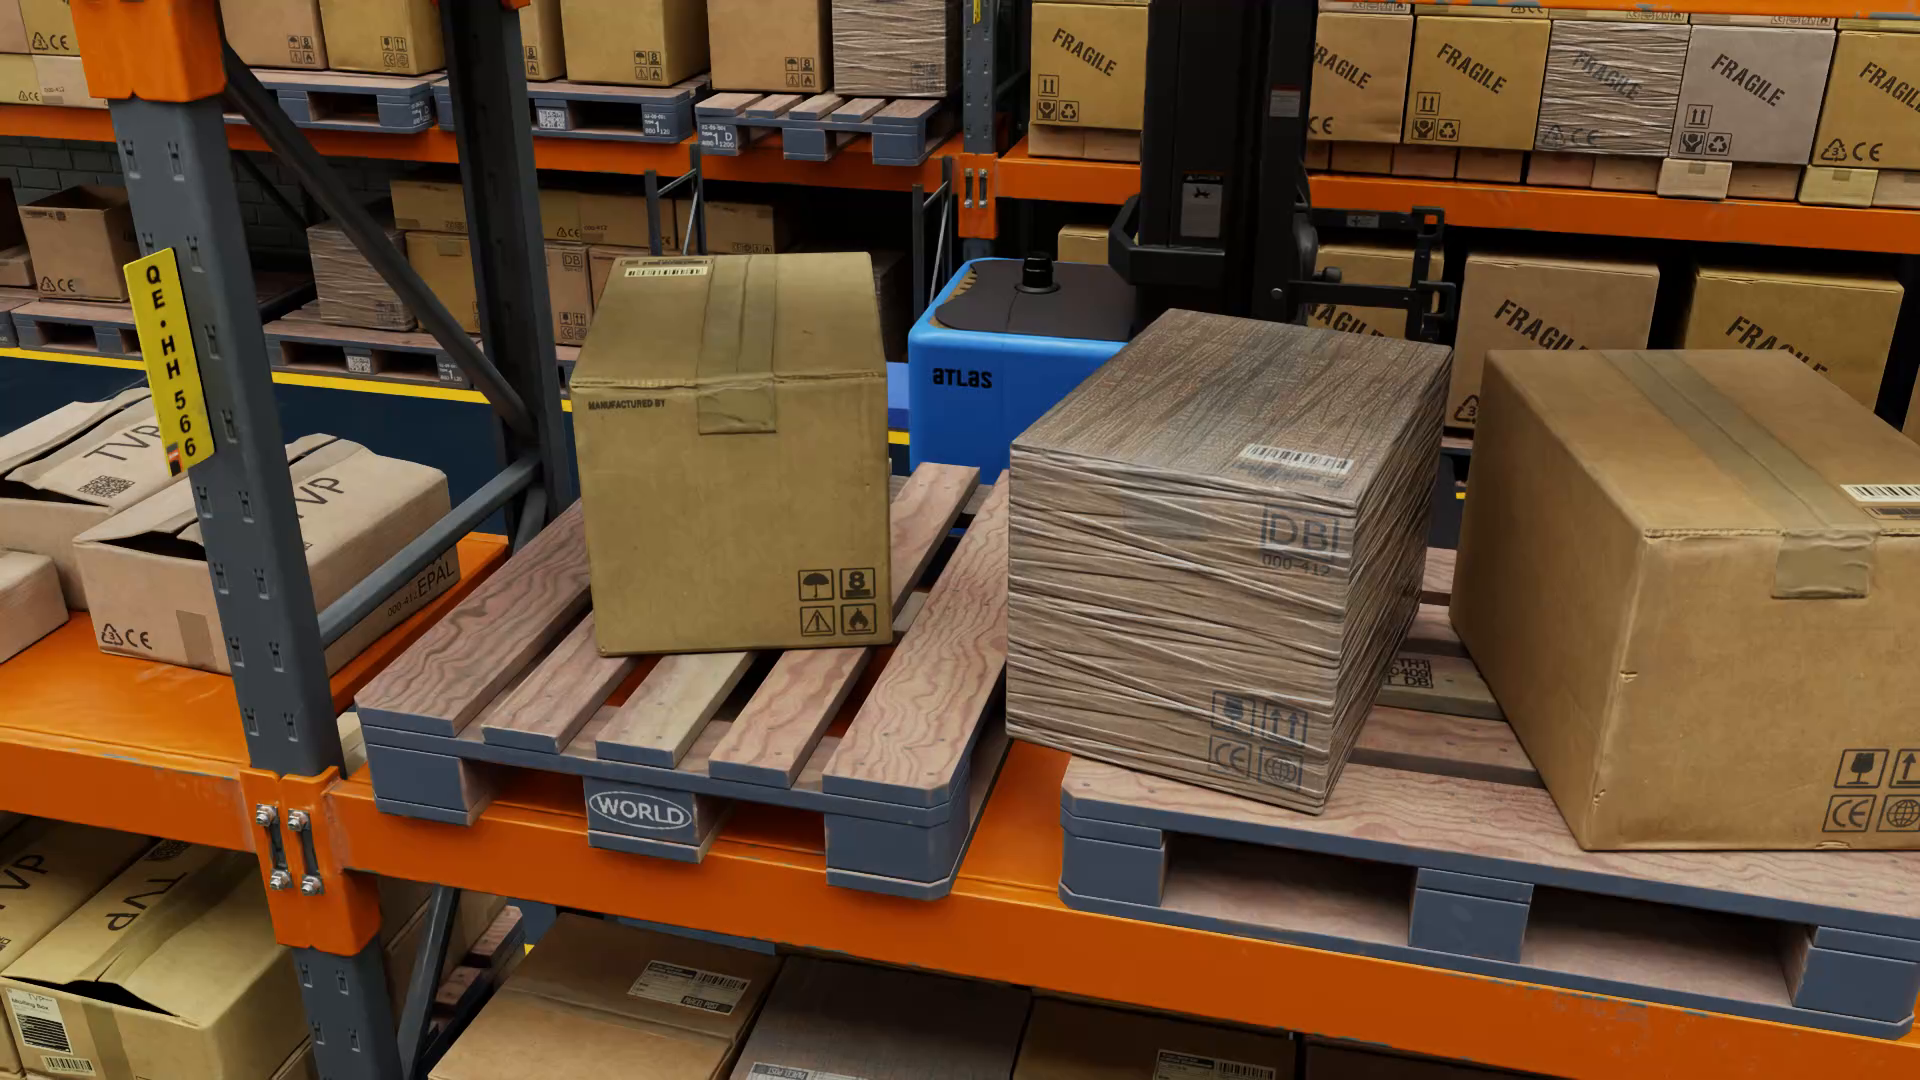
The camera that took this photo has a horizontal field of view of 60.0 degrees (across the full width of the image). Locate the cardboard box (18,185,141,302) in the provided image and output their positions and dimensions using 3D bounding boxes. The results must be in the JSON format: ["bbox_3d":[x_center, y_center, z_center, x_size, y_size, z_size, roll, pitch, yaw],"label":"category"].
[{"bbox_3d":[-4.692,-1.625,9.070,0.500,0.500,0.500,4,26,9],"label":"cardboard box"}]

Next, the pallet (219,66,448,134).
[{"bbox_3d":[-2.973,-2.231,8.170,1.213,0.211,1.003,6,26,13],"label":"pallet"}]

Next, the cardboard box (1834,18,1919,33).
[{"bbox_3d":[3.555,-2.074,6.260,0.500,0.250,0.500,7,26,14],"label":"cardboard box"}]

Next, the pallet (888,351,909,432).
[{"bbox_3d":[-0.559,-0.857,8.305,1.213,0.211,1.003,6,26,13],"label":"pallet"}]

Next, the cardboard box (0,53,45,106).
[{"bbox_3d":[-4.691,-2.383,8.417,0.500,0.250,0.500,6,26,13],"label":"cardboard box"}]

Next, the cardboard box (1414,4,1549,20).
[{"bbox_3d":[2.075,-2.242,6.612,0.500,0.250,0.500,6,26,12],"label":"cardboard box"}]

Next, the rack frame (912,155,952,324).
[{"bbox_3d":[-0.101,-0.686,6.446,0.032,1.500,0.500,6,26,11],"label":"rack frame"}]

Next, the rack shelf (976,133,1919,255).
[{"bbox_3d":[2.134,-1.493,7.234,4.000,0.370,1.077,6,26,13],"label":"rack shelf"}]

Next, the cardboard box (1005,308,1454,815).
[{"bbox_3d":[0.444,-0.006,2.669,0.500,0.500,0.700,11,28,23],"label":"cardboard box"}]

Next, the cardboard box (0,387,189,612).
[{"bbox_3d":[-1.851,-0.106,3.586,0.500,0.311,0.500,6,26,12],"label":"cardboard box"}]

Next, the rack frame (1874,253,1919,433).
[{"bbox_3d":[4.071,-1.604,6.629,0.127,3.000,1.000,6,26,13],"label":"rack frame"}]

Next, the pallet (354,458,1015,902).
[{"bbox_3d":[-0.359,0.161,3.146,1.003,0.211,1.213,6,26,13],"label":"pallet"}]

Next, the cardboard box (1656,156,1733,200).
[{"bbox_3d":[2.913,-1.485,6.649,0.250,0.149,0.380,6,26,13],"label":"cardboard box"}]

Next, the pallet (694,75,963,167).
[{"bbox_3d":[-0.519,-1.977,7.637,1.003,0.211,1.213,6,26,13],"label":"pallet"}]

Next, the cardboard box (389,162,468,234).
[{"bbox_3d":[-2.532,-1.751,8.463,0.500,0.250,0.500,6,26,12],"label":"cardboard box"}]

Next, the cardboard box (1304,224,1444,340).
[{"bbox_3d":[1.724,-1.021,7.418,0.750,0.750,0.750,6,26,13],"label":"cardboard box"}]

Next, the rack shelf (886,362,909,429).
[{"bbox_3d":[-0.596,-0.572,6.625,1.000,0.185,0.538,6,26,11],"label":"rack shelf"}]

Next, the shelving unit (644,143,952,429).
[{"bbox_3d":[-0.596,-0.734,6.547,1.048,1.500,0.538,6,26,11],"label":"shelving unit"}]

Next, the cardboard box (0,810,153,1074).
[{"bbox_3d":[-2.106,0.823,3.590,0.500,0.311,0.500,6,26,12],"label":"cardboard box"}]

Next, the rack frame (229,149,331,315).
[{"bbox_3d":[-3.677,-2.460,8.428,0.127,3.000,1.000,6,26,13],"label":"rack frame"}]

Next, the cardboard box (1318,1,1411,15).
[{"bbox_3d":[1.579,-2.294,6.721,0.500,0.250,0.500,6,26,13],"label":"cardboard box"}]

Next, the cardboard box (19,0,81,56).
[{"bbox_3d":[-4.211,-2.662,8.131,0.500,0.500,0.500,6,26,13],"label":"cardboard box"}]

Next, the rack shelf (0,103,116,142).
[{"bbox_3d":[-5.614,-2.350,9.033,4.000,0.370,1.077,6,26,13],"label":"rack shelf"}]

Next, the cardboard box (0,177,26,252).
[{"bbox_3d":[-5.653,-1.687,9.199,0.500,0.500,0.700,5,26,10],"label":"cardboard box"}]

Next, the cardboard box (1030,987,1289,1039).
[{"bbox_3d":[0.433,1.018,3.517,0.500,0.500,0.500,5,26,11],"label":"cardboard box"}]

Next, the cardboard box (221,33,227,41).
[{"bbox_3d":[-4.078,-2.541,8.749,0.500,0.250,0.500,7,26,14],"label":"cardboard box"}]

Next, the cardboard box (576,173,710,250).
[{"bbox_3d":[-1.549,-1.636,8.221,0.500,0.250,0.500,6,26,13],"label":"cardboard box"}]

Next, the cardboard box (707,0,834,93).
[{"bbox_3d":[-0.808,-2.371,7.612,0.500,0.500,0.700,4,26,8],"label":"cardboard box"}]

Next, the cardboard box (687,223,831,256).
[{"bbox_3d":[-0.983,-1.261,8.305,0.500,0.500,0.700,6,26,13],"label":"cardboard box"}]

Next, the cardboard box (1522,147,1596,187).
[{"bbox_3d":[2.454,-1.572,6.832,0.250,0.149,0.380,6,26,12],"label":"cardboard box"}]

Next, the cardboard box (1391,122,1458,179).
[{"bbox_3d":[1.947,-1.636,6.967,0.250,0.149,0.380,6,26,13],"label":"cardboard box"}]

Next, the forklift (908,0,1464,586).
[{"bbox_3d":[1.374,-1.151,5.757,3.031,2.935,1.130,6,26,11],"label":"forklift"}]

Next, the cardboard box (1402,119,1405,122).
[{"bbox_3d":[2.077,-1.844,7.403,0.250,0.149,0.380,6,26,12],"label":"cardboard box"}]

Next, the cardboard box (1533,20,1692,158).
[{"bbox_3d":[2.581,-1.845,6.649,0.500,0.500,0.500,6,26,13],"label":"cardboard box"}]

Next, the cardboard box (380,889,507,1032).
[{"bbox_3d":[-1.467,0.904,4.072,0.500,0.250,0.500,6,26,13],"label":"cardboard box"}]

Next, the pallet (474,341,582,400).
[{"bbox_3d":[-1.737,-0.989,8.581,1.213,0.211,1.003,6,26,13],"label":"pallet"}]

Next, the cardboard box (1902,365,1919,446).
[{"bbox_3d":[1.756,0.033,2.586,0.500,0.500,0.700,11,27,21],"label":"cardboard box"}]

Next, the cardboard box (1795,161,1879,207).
[{"bbox_3d":[3.423,-1.435,6.544,0.250,0.149,0.380,7,26,14],"label":"cardboard box"}]

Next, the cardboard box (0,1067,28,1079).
[{"bbox_3d":[-2.103,1.074,3.715,0.500,0.250,0.500,6,26,12],"label":"cardboard box"}]

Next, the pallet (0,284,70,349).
[{"bbox_3d":[-5.521,-1.388,9.420,1.213,0.211,1.003,6,26,13],"label":"pallet"}]

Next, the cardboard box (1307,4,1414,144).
[{"bbox_3d":[1.589,-1.949,6.868,0.500,0.500,0.500,6,26,13],"label":"cardboard box"}]

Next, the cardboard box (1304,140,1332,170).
[{"bbox_3d":[1.465,-1.702,7.104,0.250,0.149,0.380,7,26,14],"label":"cardboard box"}]

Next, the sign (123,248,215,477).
[{"bbox_3d":[-1.168,-0.261,2.461,0.005,0.325,0.100,6,26,13],"label":"sign"}]

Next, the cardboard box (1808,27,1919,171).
[{"bbox_3d":[3.562,-1.737,6.423,0.500,0.500,0.500,6,26,12],"label":"cardboard box"}]

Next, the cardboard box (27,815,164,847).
[{"bbox_3d":[-1.978,0.598,4.062,0.500,0.311,0.500,6,26,12],"label":"cardboard box"}]

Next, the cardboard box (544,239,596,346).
[{"bbox_3d":[-1.962,-1.353,8.498,0.500,0.500,0.700,7,26,14],"label":"cardboard box"}]

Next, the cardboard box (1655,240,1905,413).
[{"bbox_3d":[3.410,-0.838,7.034,0.750,0.750,0.750,7,26,14],"label":"cardboard box"}]

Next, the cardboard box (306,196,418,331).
[{"bbox_3d":[-2.960,-1.458,8.720,0.500,0.500,0.700,7,26,15],"label":"cardboard box"}]

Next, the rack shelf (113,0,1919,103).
[{"bbox_3d":[0.904,-0.785,2.256,4.000,0.370,1.077,6,26,13],"label":"rack shelf"}]

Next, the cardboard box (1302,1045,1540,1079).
[{"bbox_3d":[0.837,1.291,2.944,0.500,0.500,0.500,5,26,11],"label":"cardboard box"}]

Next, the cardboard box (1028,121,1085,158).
[{"bbox_3d":[0.459,-1.796,7.302,0.250,0.149,0.380,6,26,12],"label":"cardboard box"}]

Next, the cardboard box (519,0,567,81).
[{"bbox_3d":[-2.007,-2.515,7.915,0.500,0.500,0.700,10,27,20],"label":"cardboard box"}]

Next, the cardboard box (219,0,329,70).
[{"bbox_3d":[-3.192,-2.635,8.168,0.500,0.500,0.700,6,26,13],"label":"cardboard box"}]

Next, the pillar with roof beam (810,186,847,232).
[{"bbox_3d":[-1.918,-3.448,3.524,0.400,9.000,9.100,6,26,13],"label":"pillar with roof beam"}]

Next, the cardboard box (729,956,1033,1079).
[{"bbox_3d":[-0.155,1.182,3.174,0.500,0.500,0.500,5,26,11],"label":"cardboard box"}]
